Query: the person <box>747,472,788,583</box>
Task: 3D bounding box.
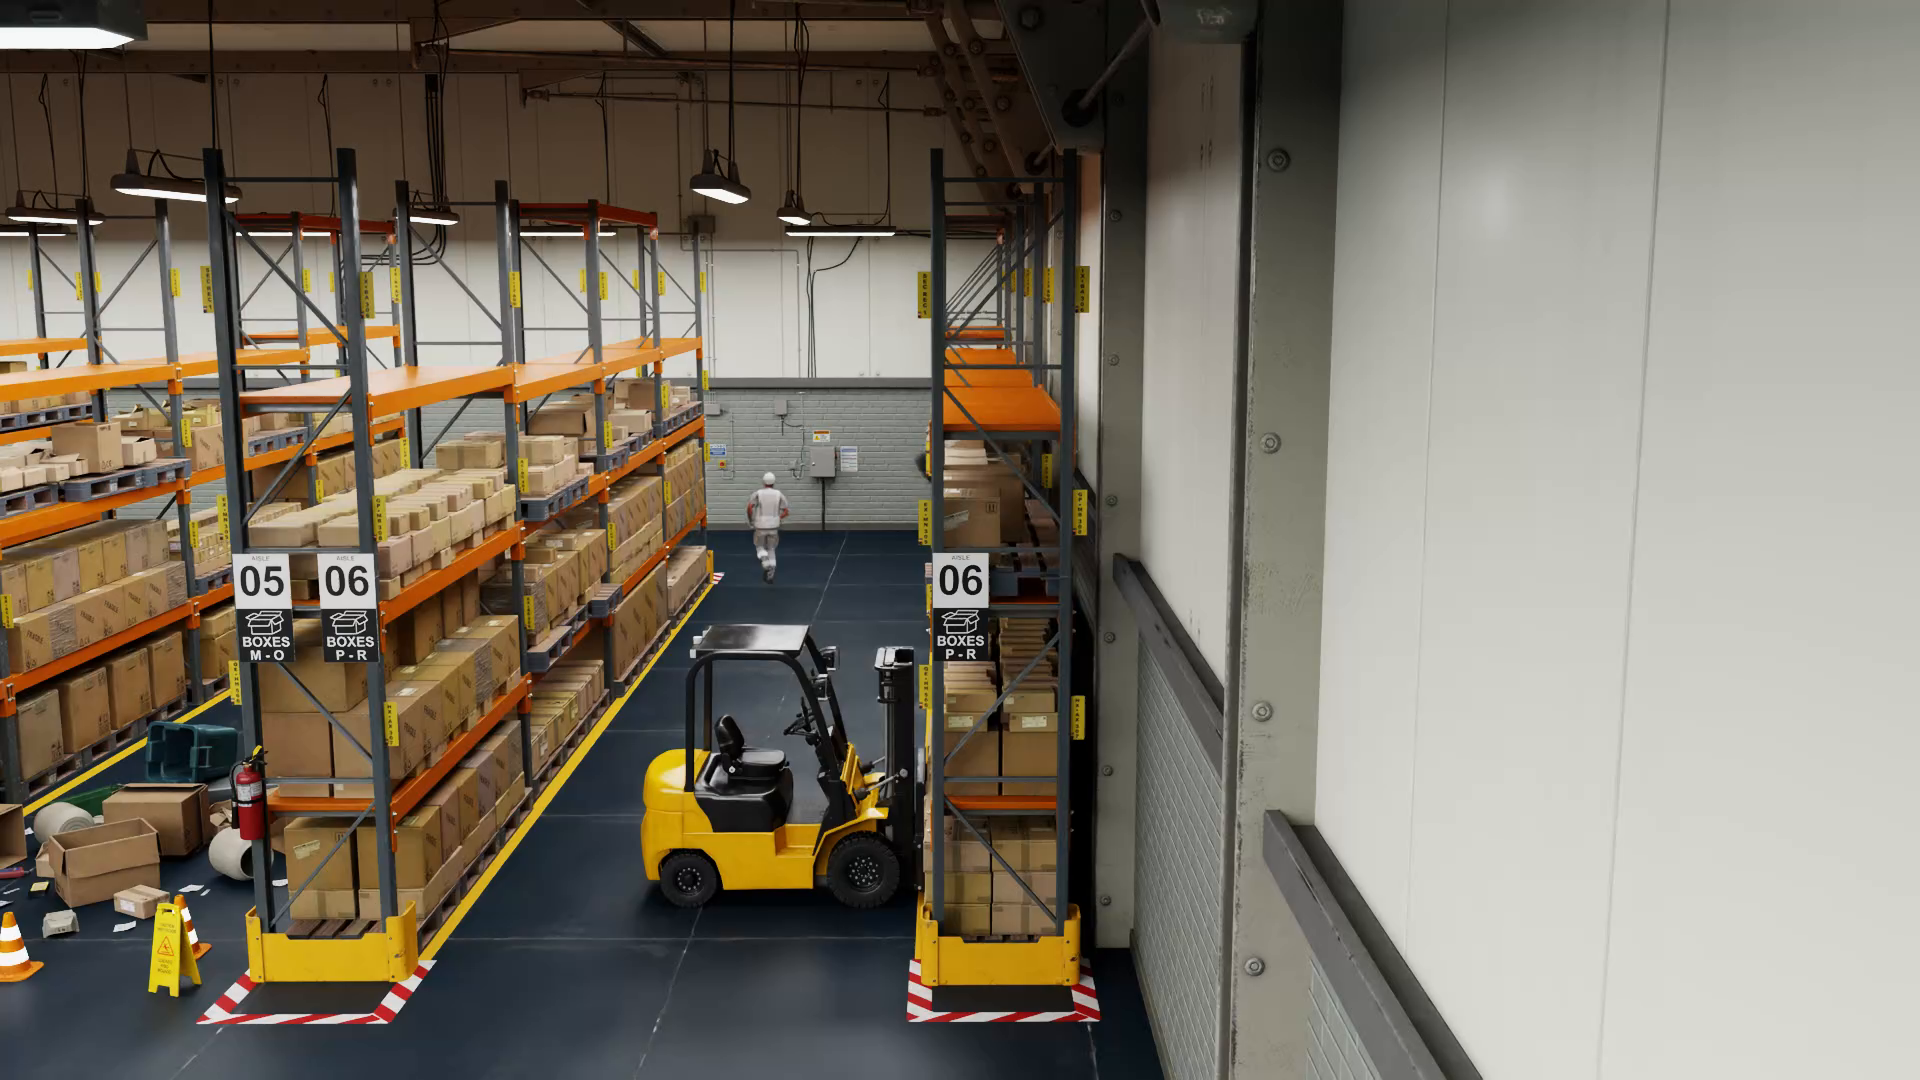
[{"bbox_3d":[-3.073,-0.213,26.456,0.668,1.757,0.512,-2,9,-12],"label":"person"}]
